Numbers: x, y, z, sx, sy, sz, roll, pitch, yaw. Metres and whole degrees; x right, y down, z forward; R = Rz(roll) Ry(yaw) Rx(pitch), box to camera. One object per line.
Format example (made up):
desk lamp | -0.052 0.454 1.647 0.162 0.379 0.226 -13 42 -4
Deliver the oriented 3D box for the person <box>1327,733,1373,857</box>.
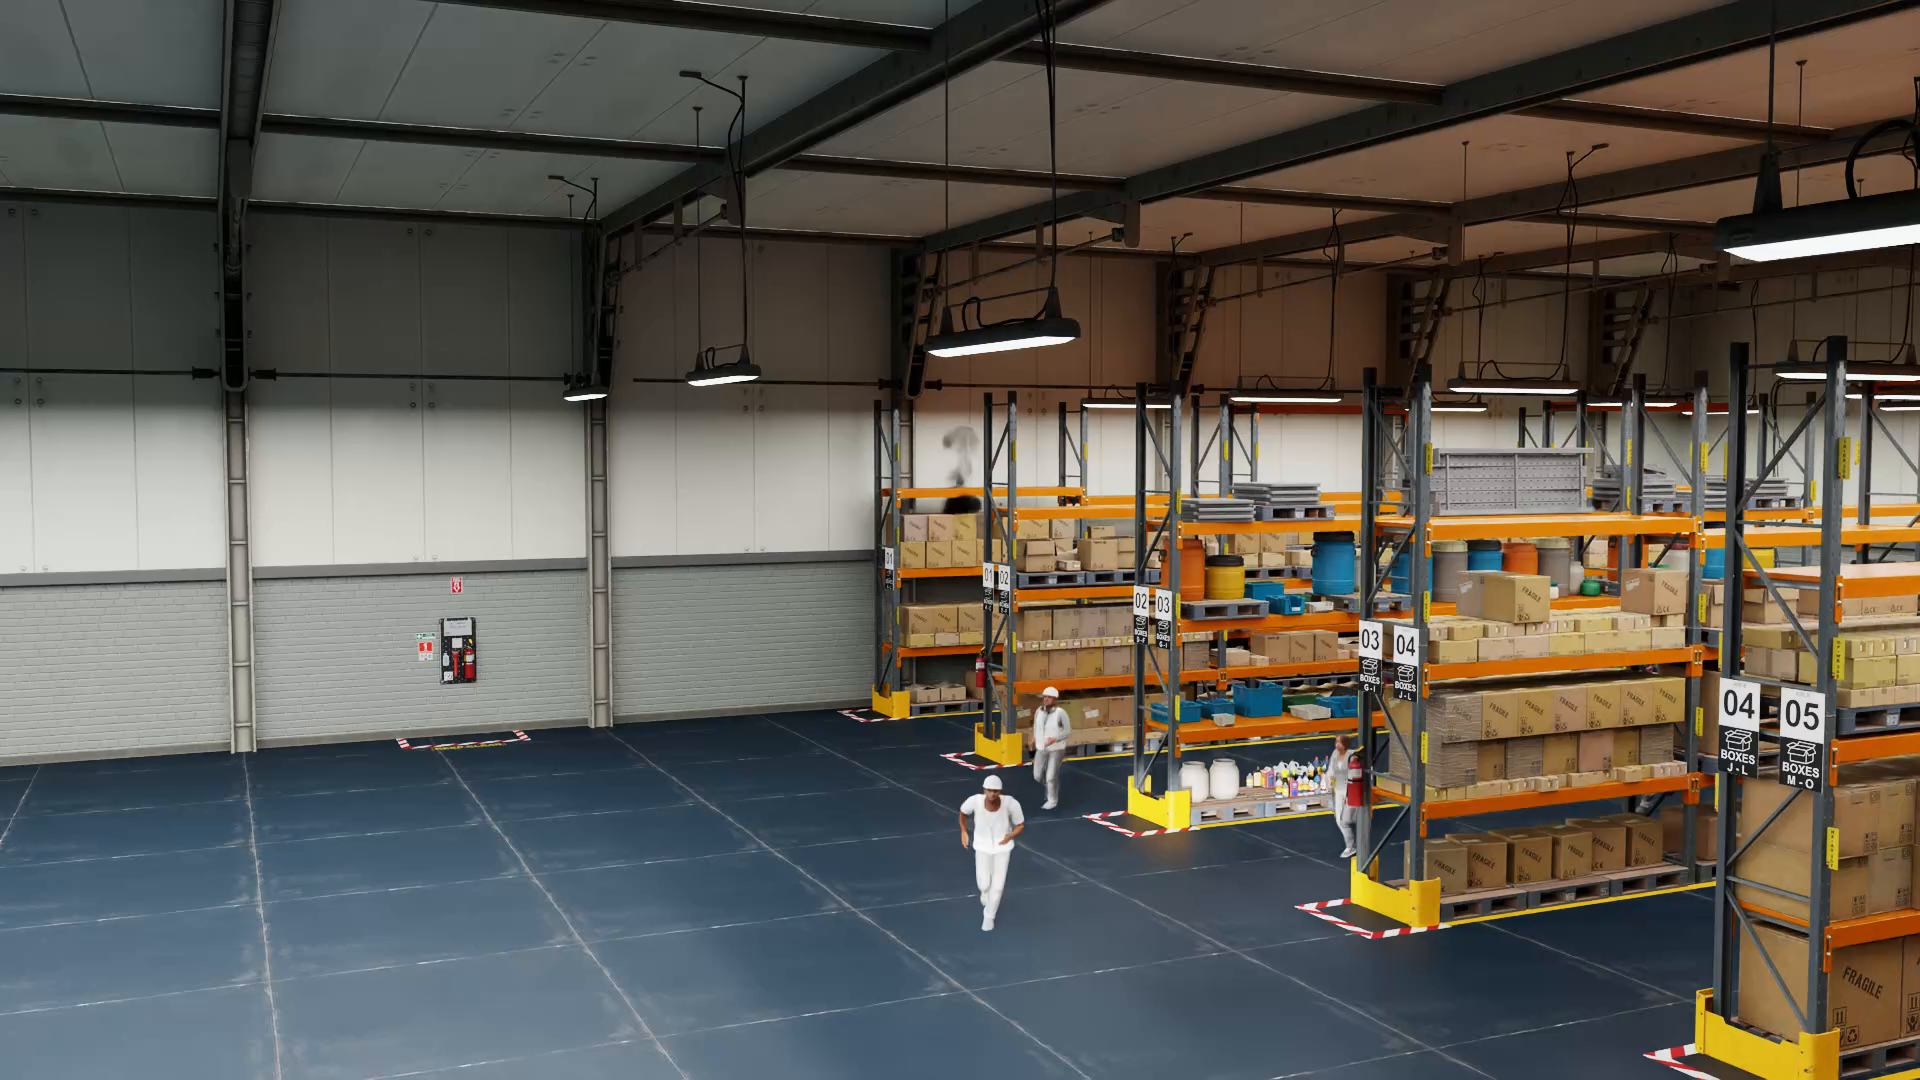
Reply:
person | 4.875 3.194 20.877 0.578 1.553 0.641 3 5 44

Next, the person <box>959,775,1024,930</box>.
person | 0.337 3.305 17.676 0.689 1.686 0.736 0 3 -1

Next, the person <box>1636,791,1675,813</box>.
person | 9.778 2.972 23.318 0.919 1.723 0.659 -2 4 -30

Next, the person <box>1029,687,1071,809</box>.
person | 1.261 2.941 23.527 0.654 1.733 0.597 2 4 29
